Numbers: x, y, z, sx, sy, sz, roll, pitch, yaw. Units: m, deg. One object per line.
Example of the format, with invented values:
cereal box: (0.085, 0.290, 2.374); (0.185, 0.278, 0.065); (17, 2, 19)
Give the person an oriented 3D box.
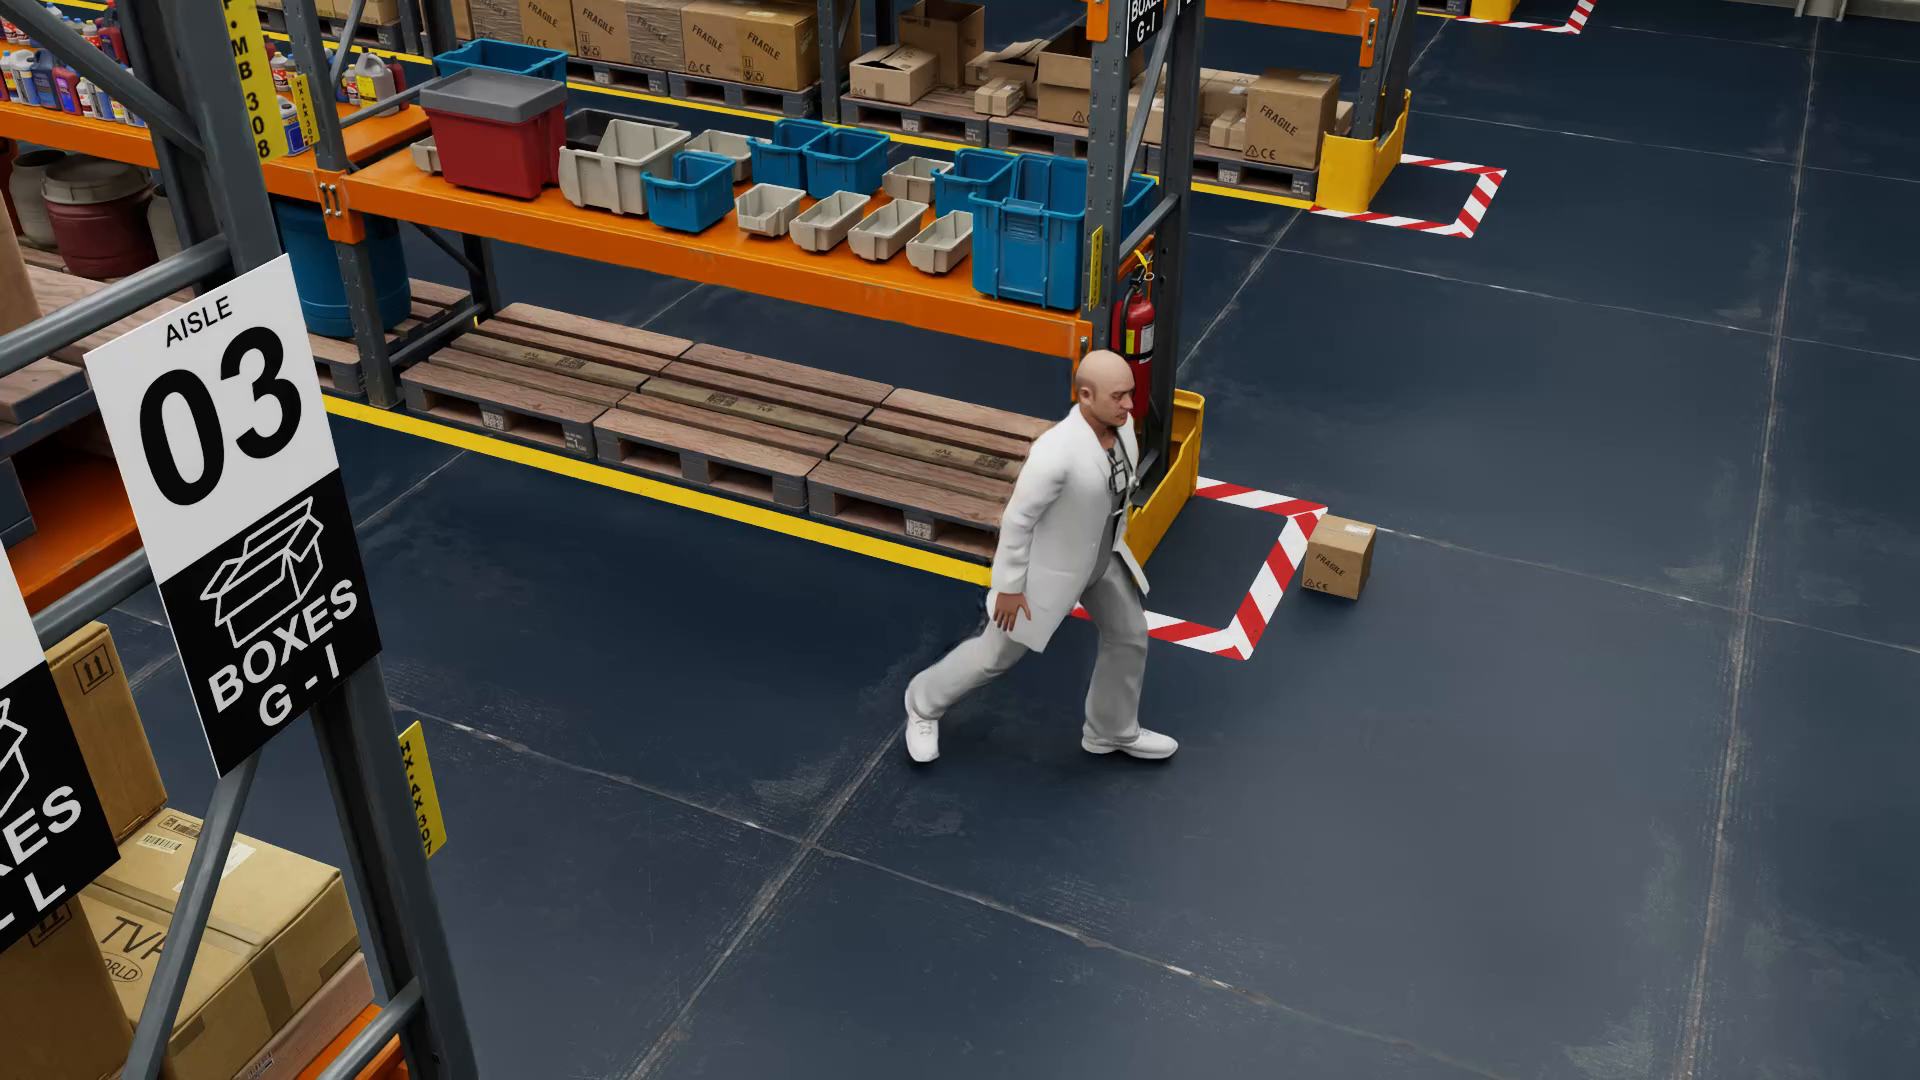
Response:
person: (0.288, 0.085, 6.050); (0.957, 1.727, 0.840); (23, 40, 31)
